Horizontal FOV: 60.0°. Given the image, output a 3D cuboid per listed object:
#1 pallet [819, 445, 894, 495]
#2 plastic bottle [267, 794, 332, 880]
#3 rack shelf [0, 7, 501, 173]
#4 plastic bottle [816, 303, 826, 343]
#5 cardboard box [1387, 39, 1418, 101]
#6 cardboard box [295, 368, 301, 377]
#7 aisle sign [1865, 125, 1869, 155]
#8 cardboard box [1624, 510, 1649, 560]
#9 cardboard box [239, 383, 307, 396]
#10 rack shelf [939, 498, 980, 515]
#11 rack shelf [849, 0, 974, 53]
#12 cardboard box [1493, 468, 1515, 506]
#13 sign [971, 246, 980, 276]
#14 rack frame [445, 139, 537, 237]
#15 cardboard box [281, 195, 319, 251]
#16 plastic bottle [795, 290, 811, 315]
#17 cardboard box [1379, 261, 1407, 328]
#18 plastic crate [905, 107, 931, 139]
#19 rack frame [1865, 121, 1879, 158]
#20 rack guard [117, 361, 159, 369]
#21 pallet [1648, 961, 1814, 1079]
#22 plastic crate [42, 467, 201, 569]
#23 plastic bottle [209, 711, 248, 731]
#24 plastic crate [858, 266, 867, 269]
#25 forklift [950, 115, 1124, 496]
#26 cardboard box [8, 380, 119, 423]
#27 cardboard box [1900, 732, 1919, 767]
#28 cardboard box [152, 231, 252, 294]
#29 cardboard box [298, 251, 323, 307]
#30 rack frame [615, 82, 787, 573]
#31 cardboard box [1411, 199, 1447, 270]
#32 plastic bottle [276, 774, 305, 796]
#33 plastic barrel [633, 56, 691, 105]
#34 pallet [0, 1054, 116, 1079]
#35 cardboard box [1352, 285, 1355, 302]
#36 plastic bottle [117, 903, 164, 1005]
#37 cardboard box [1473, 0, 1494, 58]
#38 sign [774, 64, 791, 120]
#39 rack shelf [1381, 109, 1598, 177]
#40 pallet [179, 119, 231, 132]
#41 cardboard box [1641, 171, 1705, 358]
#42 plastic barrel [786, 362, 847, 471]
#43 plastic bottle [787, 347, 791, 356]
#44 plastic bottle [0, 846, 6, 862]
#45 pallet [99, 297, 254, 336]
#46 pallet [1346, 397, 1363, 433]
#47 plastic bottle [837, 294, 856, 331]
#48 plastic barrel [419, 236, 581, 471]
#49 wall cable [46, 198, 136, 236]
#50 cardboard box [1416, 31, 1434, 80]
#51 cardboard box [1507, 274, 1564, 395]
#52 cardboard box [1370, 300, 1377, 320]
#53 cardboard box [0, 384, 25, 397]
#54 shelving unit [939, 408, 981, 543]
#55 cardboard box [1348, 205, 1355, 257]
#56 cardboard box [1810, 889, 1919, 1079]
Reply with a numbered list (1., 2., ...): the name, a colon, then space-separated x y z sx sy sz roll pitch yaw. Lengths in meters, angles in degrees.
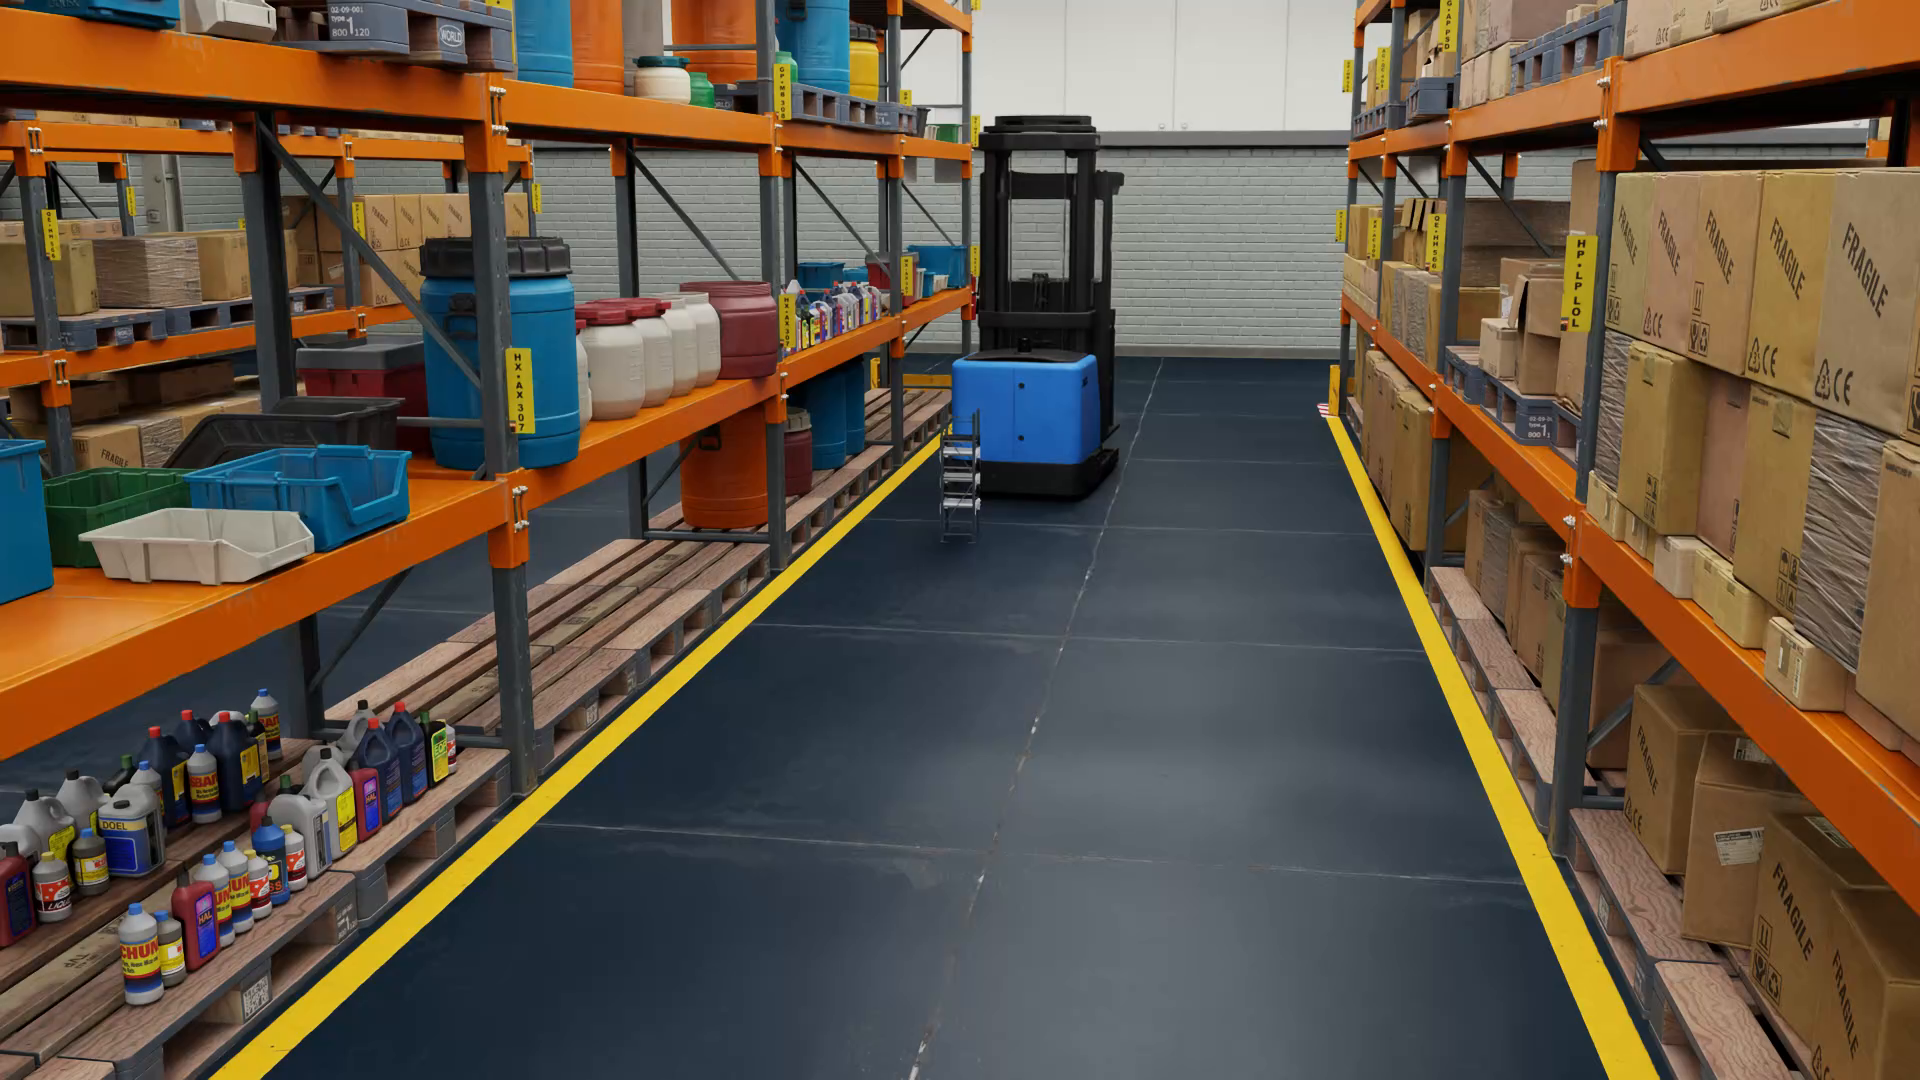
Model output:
1. pallet: -1.154 -0.598 13.768 1.003 0.211 1.213 2 12 9
2. plastic bottle: -2.147 0.945 5.407 0.152 0.276 0.135 2 12 10
3. rack shelf: -2.532 -1.154 4.314 1.077 0.370 4.000 2 12 9
4. plastic bottle: -1.000 -1.550 11.840 0.061 0.283 0.133 2 12 9
5. cardboard box: 3.961 -3.894 13.852 0.700 0.500 0.500 1 12 5
6. cardboard box: -6.081 -1.403 15.771 0.500 0.500 0.500 2 12 9
7. aisle sign: 9.115 -3.907 16.331 0.394 0.787 0.004 2 12 9
8. cardboard box: 2.277 -0.032 5.120 0.380 0.149 0.250 2 12 9
9. cardboard box: -5.765 -1.060 14.182 0.500 0.500 0.500 2 12 9
10. rack shelf: 0.001 -0.233 11.451 0.258 0.077 0.200 2 12 9
11. rack shelf: -0.686 -4.922 15.631 1.077 0.370 4.000 2 12 9
12. cardboard box: 3.211 -0.347 9.091 0.500 0.250 0.500 2 12 11
13. sign: 0.167 -3.019 17.993 0.100 0.325 0.005 2 12 9
14. rack frame: -5.273 -3.114 18.825 1.000 3.000 0.127 2 12 9
15. cardboard box: -6.066 -2.933 15.373 0.500 0.500 0.500 2 12 9
16. plastic bottle: -1.152 -1.642 12.110 0.144 0.351 0.185 2 12 9
17. cardboard box: 3.582 -1.921 13.051 0.500 0.500 0.500 2 12 9
18. plastic crate: -0.532 -3.773 15.069 0.497 0.269 0.590 2 12 9
19. rack frame: 9.401 -2.611 16.489 1.000 3.000 0.127 2 12 9
20. rack guard: -10.164 -2.057 19.853 1.175 0.500 0.348 2 12 9
21. pallet: 2.416 1.464 4.199 1.003 0.211 1.213 2 12 9
22. plastic crate: -2.712 -0.078 5.239 0.450 0.188 0.662 2 12 9
23. plastic bottle: -2.729 0.782 6.168 0.152 0.276 0.135 2 12 11
24. plastic crate: -0.843 -2.723 17.263 0.416 0.233 0.300 2 12 9
25. forklift: 0.760 -2.036 13.985 1.130 2.935 3.031 3 12 13
26. cardboard box: -6.587 -1.023 12.229 0.500 0.250 0.500 2 12 11
27. cardboard box: 2.054 0.387 3.175 0.380 0.149 0.250 2 12 9
28. cardboard box: -6.225 -2.299 13.809 0.700 0.500 0.500 4 13 18
29. cardboard box: -6.065 -2.443 15.472 0.500 0.500 0.500 2 12 10
30. rack frame: -1.609 -1.288 10.349 1.000 3.000 0.127 2 12 9
31. cardboard box: 3.693 -2.224 12.073 0.797 0.503 0.637 2 12 9
32. plastic bottle: -2.223 0.910 5.553 0.061 0.283 0.133 2 12 9
33. plastic barrel: -1.574 -2.414 8.784 0.301 0.262 0.301 0 12 0
34. pallet: -2.744 1.554 3.780 1.003 0.211 1.213 2 12 9
35. cardboard box: 3.939 -2.339 15.823 0.380 0.149 0.250 2 12 8
36. plastic bottle: -2.253 1.129 4.567 0.097 0.271 0.097 0 12 0
37. cardboard box: 2.877 -2.692 8.321 0.500 0.500 0.500 2 12 9
38. sign: -1.065 -2.687 9.968 0.100 0.325 0.005 2 12 9
39. rack shelf: 3.592 -2.658 11.296 1.077 0.370 4.000 2 12 9
40. pallet: -6.214 -3.307 13.044 1.213 0.211 1.003 2 12 9
41. cardboard box: 2.274 -0.788 4.714 0.500 0.500 0.500 2 12 9
42. plastic barrel: -1.203 -1.040 13.183 0.600 0.901 0.708 2 12 9
43. plastic bottle: -1.163 -1.314 10.942 0.097 0.201 0.097 0 12 0
44. plastic bottle: -2.924 1.046 4.942 0.152 0.276 0.135 2 12 9
45. pallet: -6.209 -1.760 12.997 1.003 0.211 1.213 2 12 9
46. pallet: 4.470 -1.261 16.842 1.003 0.211 1.213 2 12 9
47. plastic bottle: -0.890 -1.758 12.827 0.152 0.276 0.135 2 12 9
48. plastic barrel: -1.866 -0.771 6.760 0.600 0.901 0.708 2 12 9
49. wall cable: -10.906 -4.068 20.838 0.084 1.984 1.851 2 12 9
50. cardboard box: 3.821 -3.560 12.536 0.700 0.500 0.500 2 12 10
51. cardboard box: 2.845 -0.914 7.374 0.797 0.503 0.637 3 13 14
52. cardboard box: 3.623 -1.911 13.839 0.380 0.149 0.250 2 12 9
53. cardboard box: -10.405 -1.788 17.609 0.700 0.500 0.500 2 12 10
54. shelving unit: 0.001 -0.442 11.406 0.258 0.900 0.210 2 12 9
55. cardboard box: 4.098 -3.036 16.332 0.500 0.500 0.500 2 12 7
56. cardboard box: 2.340 1.170 3.881 0.500 0.500 0.500 3 13 14
